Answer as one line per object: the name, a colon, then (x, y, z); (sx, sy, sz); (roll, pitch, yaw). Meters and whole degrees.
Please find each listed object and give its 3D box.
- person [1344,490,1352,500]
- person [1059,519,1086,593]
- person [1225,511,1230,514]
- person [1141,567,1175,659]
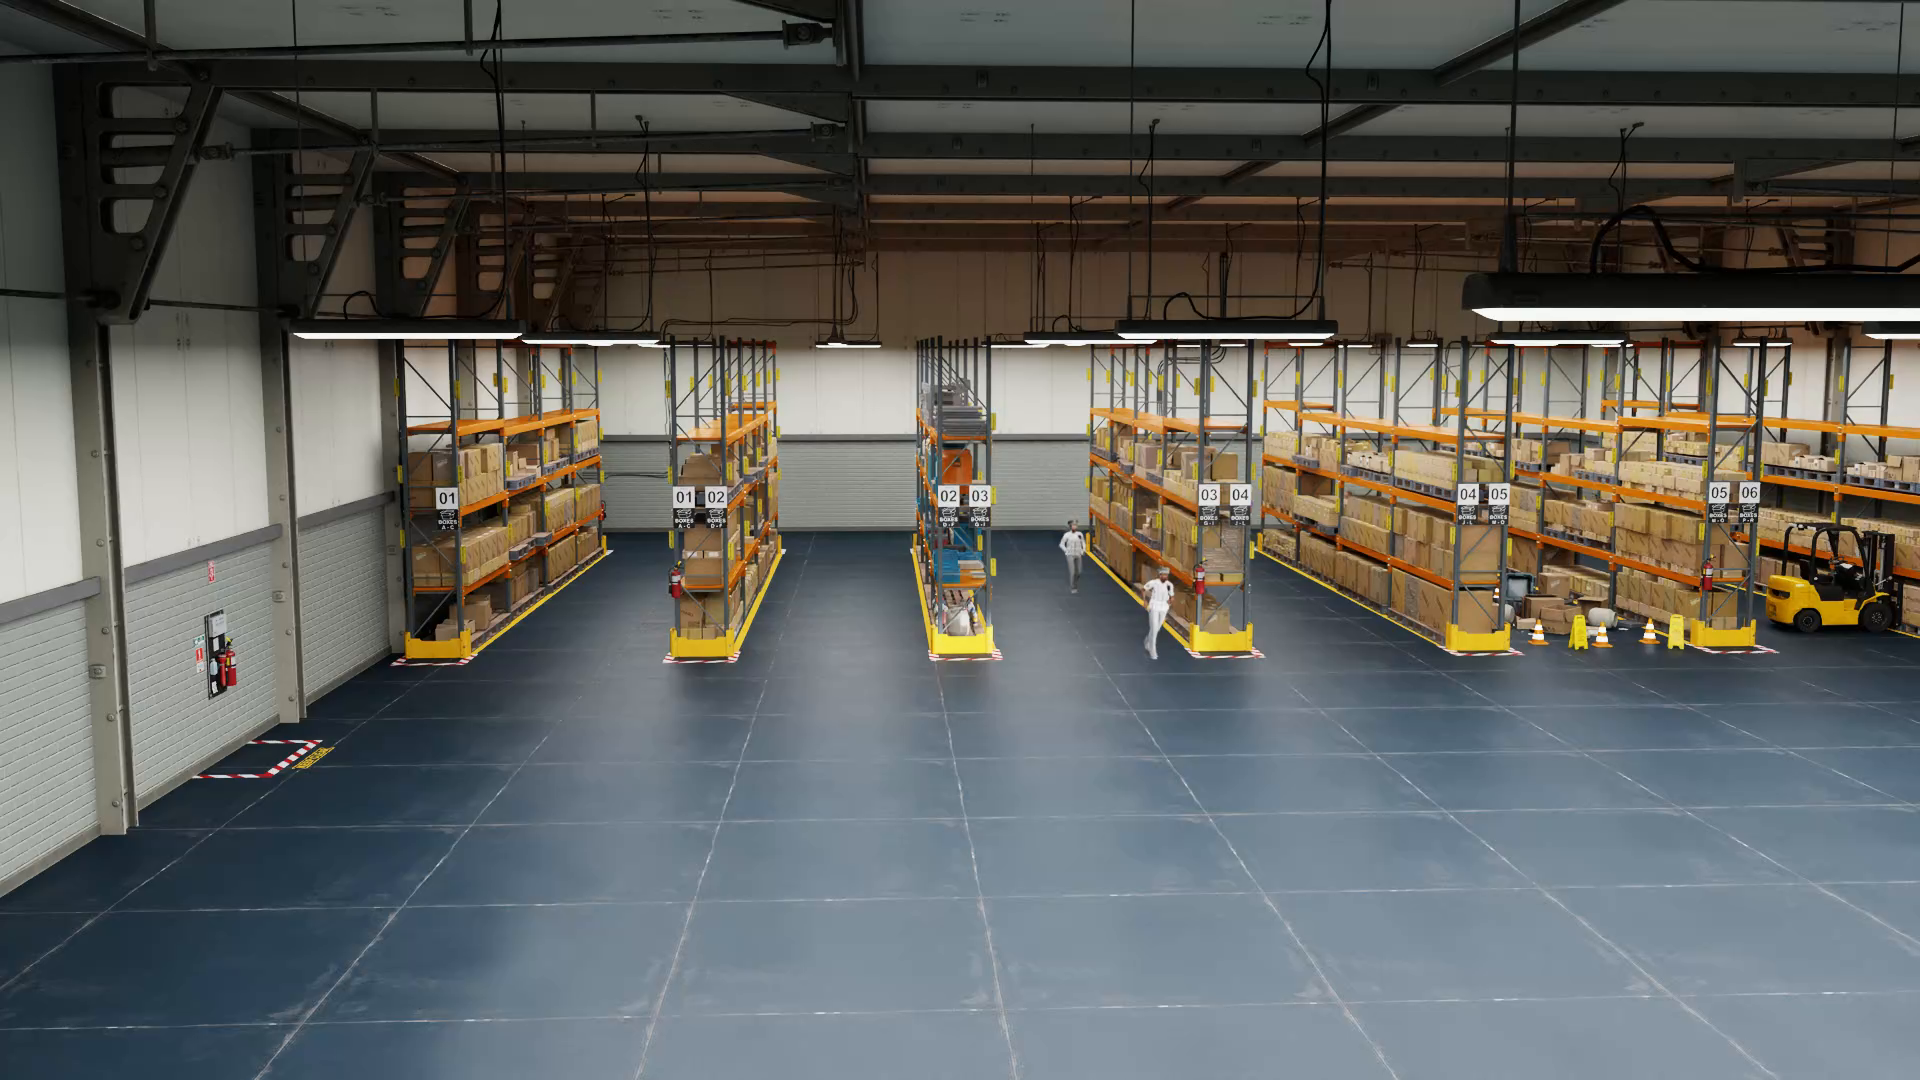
person: (11.554, -0.652, 49.220); (0.740, 1.638, 0.613); (0, 6, -2)
person: (2.559, 0.354, 37.477); (0.614, 1.660, 0.505); (-1, 7, -11)
person: (7.418, -0.450, 46.532); (0.664, 1.797, 0.914); (0, 6, 0)
person: (3.750, 1.331, 31.362); (0.601, 1.678, 0.905); (-2, 7, -17)
